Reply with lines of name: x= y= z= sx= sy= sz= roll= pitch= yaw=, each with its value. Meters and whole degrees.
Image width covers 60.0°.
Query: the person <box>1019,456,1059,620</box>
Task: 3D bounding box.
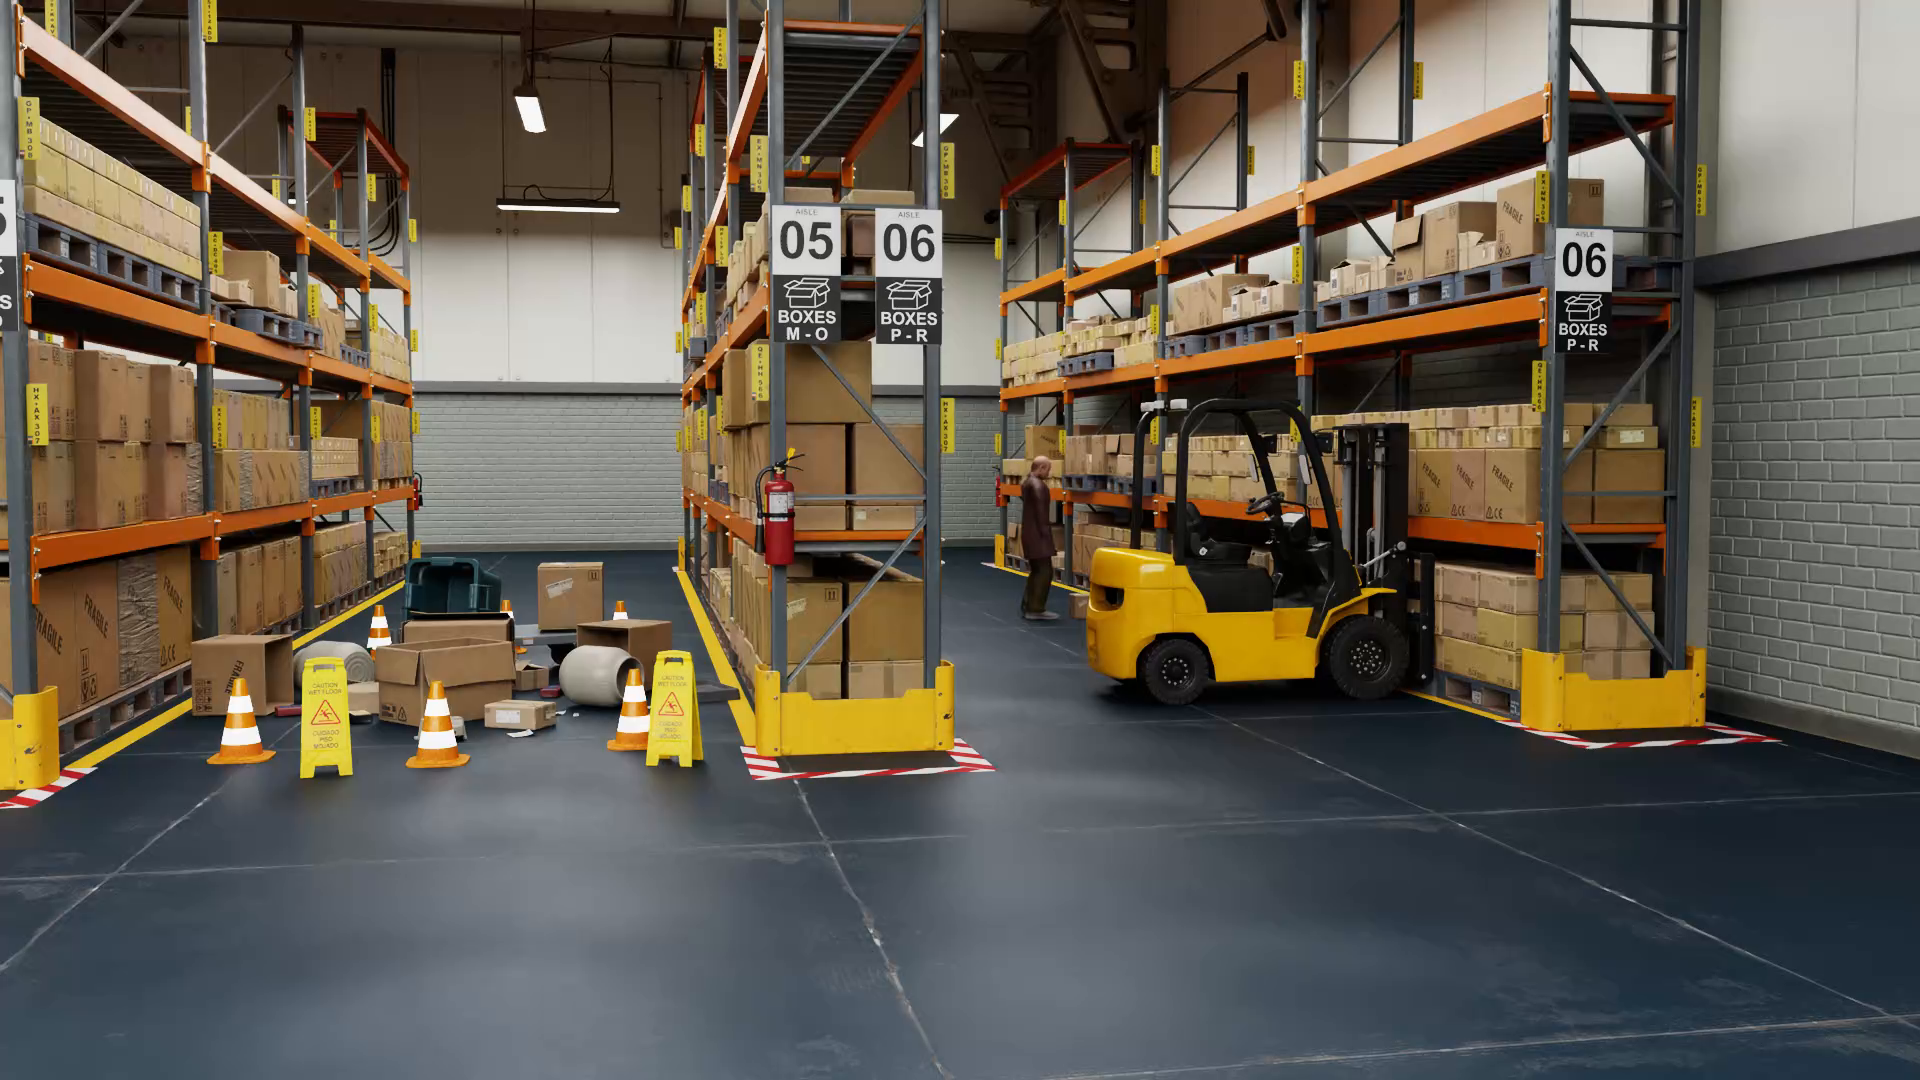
person: x=0.847 y=-0.026 z=17.922 sx=0.386 sy=1.756 sz=0.572 roll=-1 pitch=3 yaw=-10
